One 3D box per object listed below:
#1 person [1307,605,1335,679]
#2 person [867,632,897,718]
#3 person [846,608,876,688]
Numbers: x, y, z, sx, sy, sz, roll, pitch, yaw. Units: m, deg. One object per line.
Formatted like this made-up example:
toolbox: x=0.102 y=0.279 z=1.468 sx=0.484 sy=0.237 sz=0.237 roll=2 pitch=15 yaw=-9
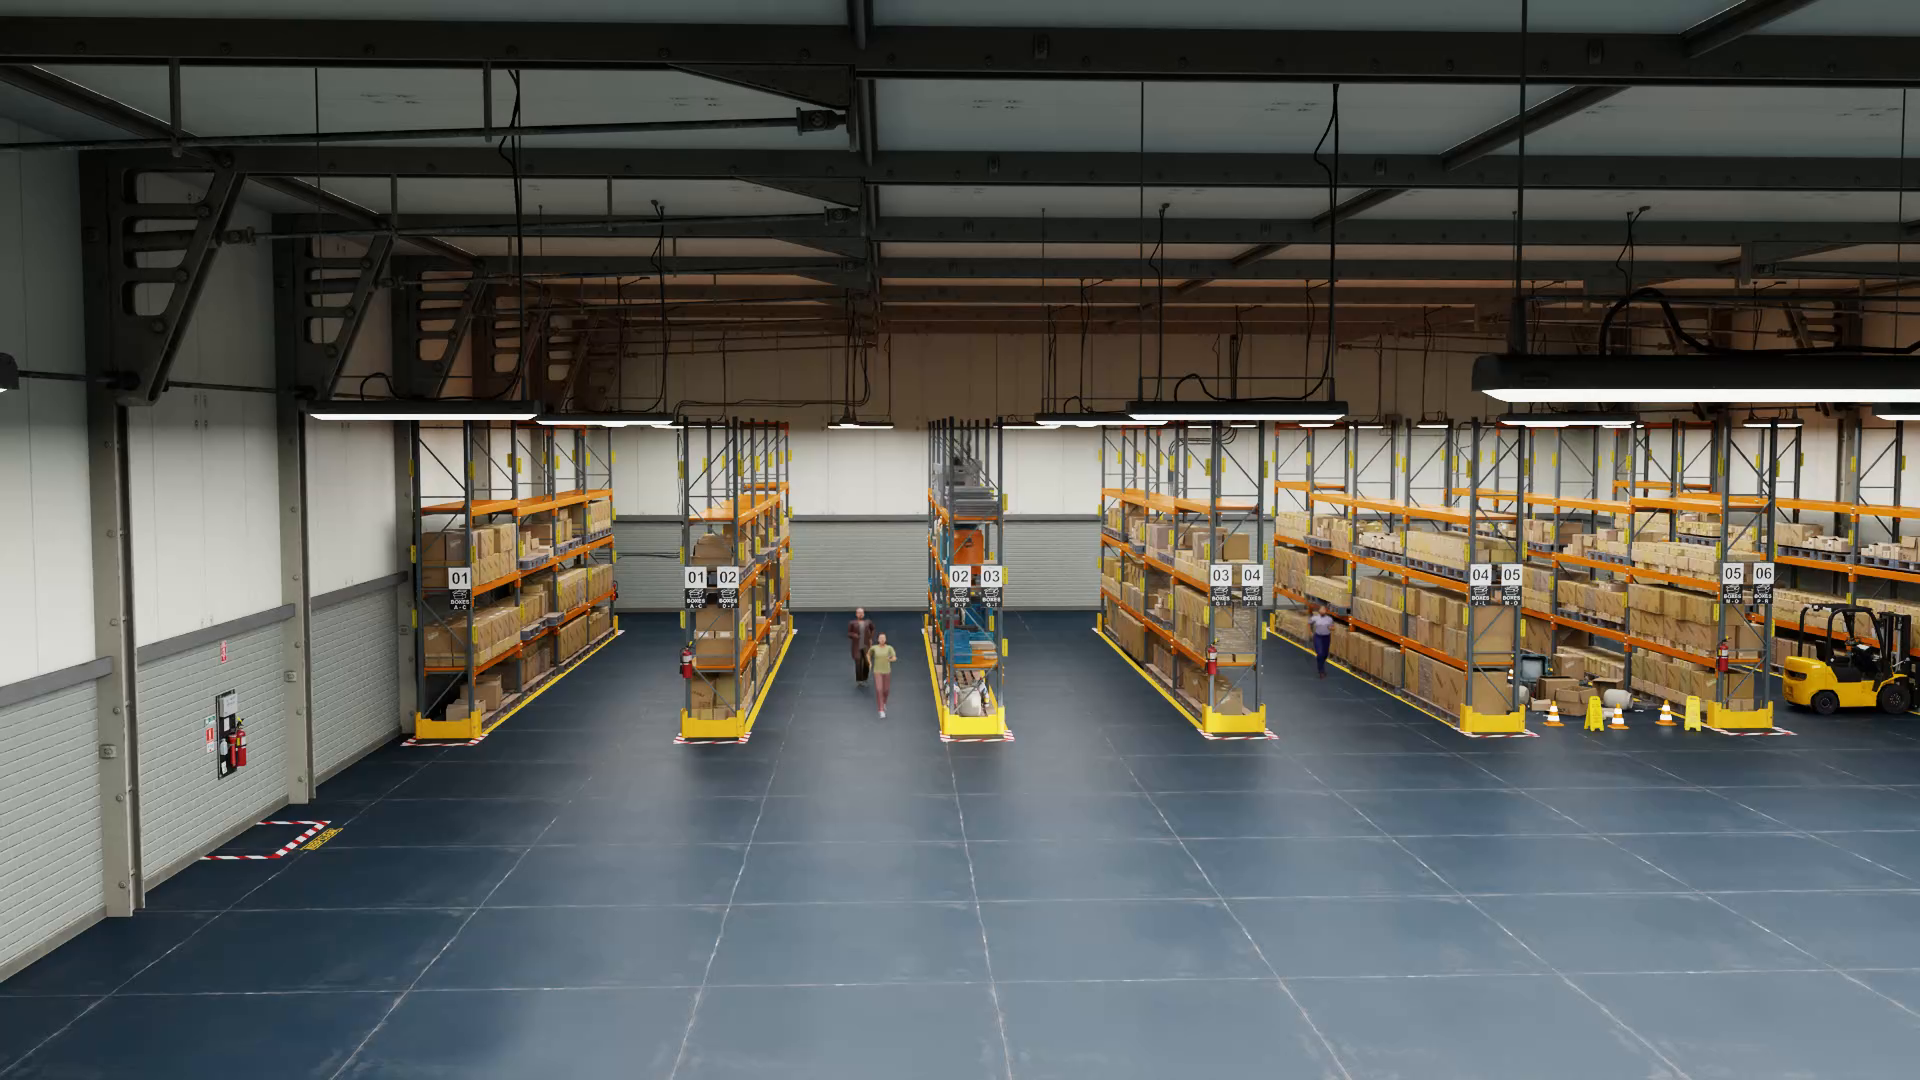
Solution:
person: x=8.452 y=2.354 z=38.821 sx=0.594 sy=1.671 sz=0.895 roll=-1 pitch=4 yaw=-9
person: x=-1.563 y=2.678 z=33.461 sx=0.573 sy=1.659 sz=0.964 roll=-1 pitch=4 yaw=-12
person: x=-2.194 y=2.420 z=37.160 sx=0.692 sy=1.782 sz=0.719 roll=-1 pitch=4 yaw=-10
